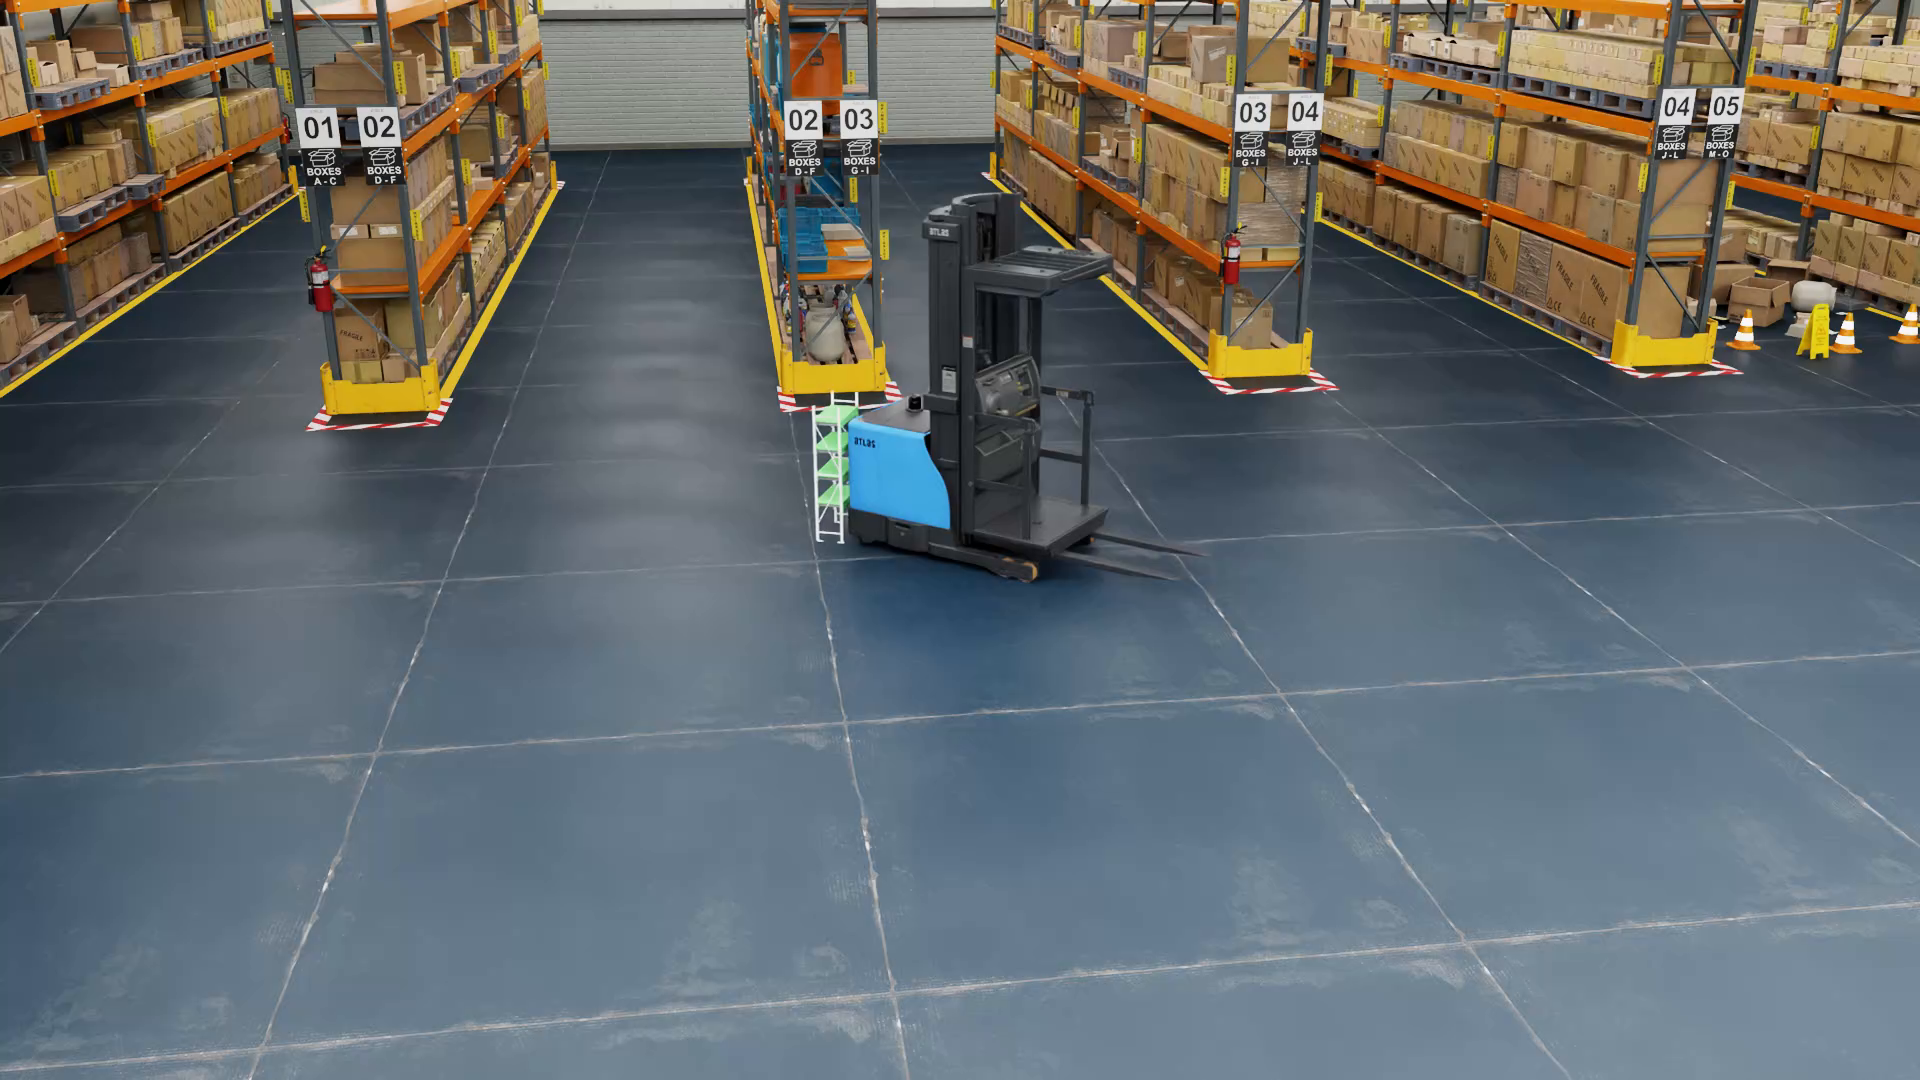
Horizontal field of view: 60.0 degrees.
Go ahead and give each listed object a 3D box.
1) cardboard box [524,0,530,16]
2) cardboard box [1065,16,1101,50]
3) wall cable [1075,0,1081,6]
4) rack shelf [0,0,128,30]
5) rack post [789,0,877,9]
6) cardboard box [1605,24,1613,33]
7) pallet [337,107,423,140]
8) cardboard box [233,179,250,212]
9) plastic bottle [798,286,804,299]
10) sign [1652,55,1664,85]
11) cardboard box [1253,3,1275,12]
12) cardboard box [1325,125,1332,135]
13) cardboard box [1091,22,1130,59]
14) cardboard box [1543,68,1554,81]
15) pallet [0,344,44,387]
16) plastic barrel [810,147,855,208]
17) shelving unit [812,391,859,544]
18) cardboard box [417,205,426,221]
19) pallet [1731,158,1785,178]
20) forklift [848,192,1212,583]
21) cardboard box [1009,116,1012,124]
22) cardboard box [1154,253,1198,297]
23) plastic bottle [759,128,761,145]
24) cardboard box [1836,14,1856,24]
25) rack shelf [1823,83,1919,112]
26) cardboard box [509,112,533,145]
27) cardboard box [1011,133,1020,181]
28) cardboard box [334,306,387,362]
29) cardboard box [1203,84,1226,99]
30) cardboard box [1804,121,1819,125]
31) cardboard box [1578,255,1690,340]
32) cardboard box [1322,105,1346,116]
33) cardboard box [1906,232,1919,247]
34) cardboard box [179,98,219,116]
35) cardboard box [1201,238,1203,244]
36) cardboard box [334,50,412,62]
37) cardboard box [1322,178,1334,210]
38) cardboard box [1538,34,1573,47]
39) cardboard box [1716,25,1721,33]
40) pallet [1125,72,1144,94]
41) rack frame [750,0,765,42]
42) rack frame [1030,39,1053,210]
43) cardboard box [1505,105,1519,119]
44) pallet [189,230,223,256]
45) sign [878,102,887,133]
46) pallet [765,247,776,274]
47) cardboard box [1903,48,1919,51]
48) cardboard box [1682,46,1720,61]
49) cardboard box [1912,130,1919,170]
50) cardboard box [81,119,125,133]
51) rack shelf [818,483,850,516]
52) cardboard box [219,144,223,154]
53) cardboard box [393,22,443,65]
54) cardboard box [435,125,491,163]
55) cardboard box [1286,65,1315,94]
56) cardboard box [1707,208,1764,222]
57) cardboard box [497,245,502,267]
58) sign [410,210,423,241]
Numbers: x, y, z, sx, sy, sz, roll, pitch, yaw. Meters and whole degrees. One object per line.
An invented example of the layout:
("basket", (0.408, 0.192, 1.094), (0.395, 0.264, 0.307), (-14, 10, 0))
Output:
("cardboard box", (-8.498, -10.132, 31.272), (0.700, 0.500, 0.500), (-3, 21, -8))
("cardboard box", (1.998, -8.268, 27.109), (0.500, 0.500, 0.500), (-2, 21, -5))
("wall cable", (3.811, -15.336, 37.892), (2.277, 5.999, 0.120), (-3, 21, -8))
("rack shelf", (-12.048, -6.961, 21.667), (1.077, 0.370, 4.000), (-3, 21, -8))
("rack post", (-1.362, -5.942, 18.052), (0.937, 0.300, 0.954), (-1, 20, -2))
("cardboard box", (11.516, -8.890, 29.112), (0.396, 0.266, 0.258), (-1, 21, -3))
("pallet", (-6.358, -4.459, 17.780), (1.003, 0.211, 1.213), (-3, 21, -8))
("cardboard box", (-12.919, -6.042, 29.153), (0.700, 0.500, 0.500), (-3, 21, -7))
("plastic bottle", (-2.108, -3.154, 21.606), (0.144, 0.351, 0.185), (-3, 21, -8))
("sign", (7.906, -5.323, 18.815), (0.100, 0.325, 0.005), (-3, 21, -8))
("cardboard box", (5.980, -10.463, 32.661), (0.380, 0.149, 0.250), (-3, 21, -7))
("cardboard box", (6.543, -7.097, 28.765), (0.380, 0.149, 0.250), (-4, 21, -10))
("cardboard box", (2.251, -7.452, 24.810), (0.500, 0.500, 0.500), (-3, 21, -7))
("cardboard box", (7.733, -5.983, 21.351), (0.380, 0.149, 0.250), (-3, 21, -9))
("pallet", (-11.449, -2.022, 19.403), (1.003, 0.211, 1.213), (-3, 21, -8))
("plastic barrel", (-1.712, -4.866, 22.316), (0.600, 0.901, 0.708), (-3, 21, -8))
("shelving unit", (-1.053, -0.627, 14.255), (0.258, 1.200, 0.503), (5, 21, 14))
("cardboard box", (-6.275, -3.704, 18.849), (0.380, 0.149, 0.250), (-4, 21, -10))
("pallet", (12.501, -5.844, 25.923), (1.003, 0.211, 1.213), (-3, 21, -8))
("forklift", (0.567, -1.237, 13.413), (3.031, 2.935, 1.130), (12, 24, 30))
("cardboard box", (1.163, -8.097, 32.042), (0.380, 0.149, 0.250), (-3, 21, -9))
("cardboard box", (2.963, -3.617, 22.661), (0.500, 0.500, 0.500), (-4, 21, -9))
("plastic bottle", (-3.478, -7.049, 29.043), (0.061, 0.283, 0.133), (-3, 21, -8))
("cardboard box", (16.286, -9.532, 30.427), (0.380, 0.149, 0.250), (-3, 21, -9))
("rack shelf", (13.040, -5.608, 21.758), (1.077, 0.370, 4.000), (-3, 21, -8))
("cardboard box", (-7.815, -7.241, 29.247), (0.500, 0.500, 0.500), (-2, 21, -6))
("cardboard box", (1.518, -7.556, 32.669), (0.875, 0.875, 0.875), (-3, 21, -8))
("cardboard box", (-6.653, -2.279, 18.364), (0.500, 0.500, 0.500), (-3, 21, -8))
("cardboard box", (3.044, -5.220, 19.337), (0.380, 0.149, 0.250), (-3, 21, -7))
("cardboard box", (12.895, -5.965, 24.806), (0.500, 0.500, 0.500), (-3, 21, -8))
("cardboard box", (8.282, -2.995, 20.459), (0.875, 0.875, 0.875), (-3, 21, -7))
("cardboard box", (6.504, -7.468, 28.906), (0.380, 0.149, 0.250), (-2, 21, -6))
("cardboard box", (12.766, -3.977, 21.983), (0.380, 0.149, 0.250), (-2, 21, -5))
("cardboard box", (-12.592, -7.151, 27.480), (0.500, 0.250, 0.500), (-2, 21, -6))
("cardboard box", (3.138, -3.664, 20.173), (0.380, 0.149, 0.250), (-3, 21, -8))
("cardboard box", (-6.745, -5.373, 19.154), (0.797, 0.503, 0.637), (-1, 20, -2))
("cardboard box", (6.726, -6.110, 29.334), (0.500, 0.500, 0.500), (-3, 21, -7))
("cardboard box", (7.695, -6.445, 21.448), (0.380, 0.149, 0.250), (-3, 21, -9))
("cardboard box", (15.767, -10.533, 34.277), (0.380, 0.149, 0.250), (-2, 21, -7))
("pallet", (2.962, -6.268, 22.768), (1.213, 0.211, 1.003), (-3, 21, -8))
("rack frame", (-3.109, -10.063, 28.371), (1.000, 3.000, 0.127), (-3, 21, -8))
("rack frame", (1.792, -7.502, 30.089), (1.000, 3.000, 0.127), (-3, 21, -8))
("cardboard box", (11.112, -8.547, 32.746), (0.500, 0.500, 0.500), (-3, 21, -9))
("pallet", (-12.548, -4.759, 26.732), (1.003, 0.211, 1.213), (-3, 21, -8))
("sign", (-0.834, -4.533, 17.840), (0.100, 0.325, 0.005), (-3, 21, -8))
("pallet", (-2.459, -4.291, 25.477), (1.003, 0.211, 1.213), (-3, 21, -8))
("cardboard box", (13.076, -6.613, 22.643), (0.380, 0.149, 0.250), (-2, 21, -6))
("cardboard box", (8.676, -5.685, 19.415), (0.380, 0.149, 0.250), (-3, 21, -7))
("cardboard box", (12.798, -5.014, 21.432), (0.700, 0.500, 0.500), (-3, 21, -8))
("cardboard box", (-12.658, -6.058, 24.556), (0.500, 0.250, 0.500), (-2, 21, -6))
("rack shelf", (-1.053, -0.343, 14.361), (0.258, 0.148, 0.480), (5, 21, 14))
("cardboard box", (-12.584, -6.541, 27.848), (0.380, 0.149, 0.250), (-3, 21, -7))
("cardboard box", (-6.908, -6.332, 21.213), (0.500, 0.500, 0.500), (-3, 21, -7))
("cardboard box", (-7.637, -6.075, 25.524), (0.700, 0.500, 0.500), (-10, 23, -26))
("cardboard box", (6.379, -8.521, 30.820), (0.500, 0.500, 0.500), (-4, 21, -10))
("cardboard box", (12.361, -5.131, 26.898), (0.950, 0.372, 0.625), (-3, 21, -9))
("cardboard box", (-7.040, -4.179, 24.522), (0.500, 0.250, 0.500), (-3, 21, -8))
("sign", (-5.731, -3.317, 17.535), (0.100, 0.325, 0.005), (-3, 21, -8))
